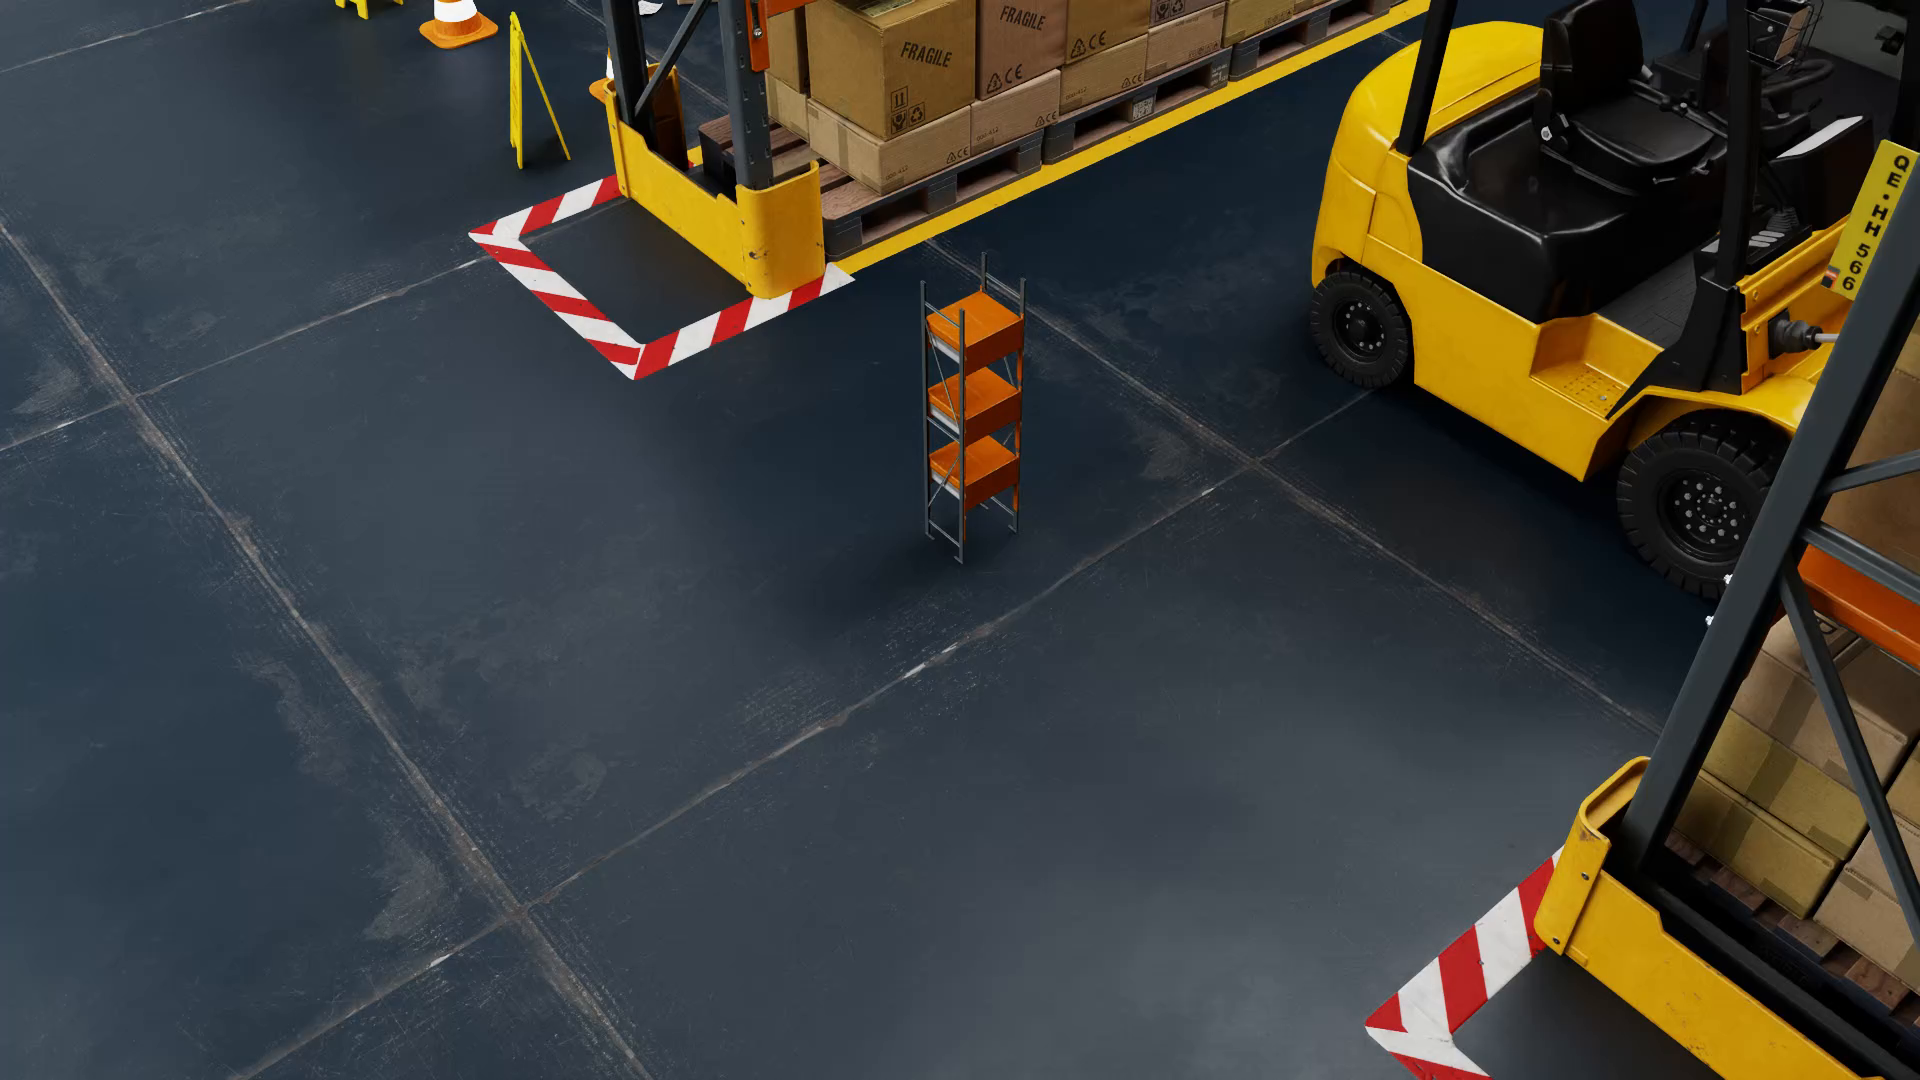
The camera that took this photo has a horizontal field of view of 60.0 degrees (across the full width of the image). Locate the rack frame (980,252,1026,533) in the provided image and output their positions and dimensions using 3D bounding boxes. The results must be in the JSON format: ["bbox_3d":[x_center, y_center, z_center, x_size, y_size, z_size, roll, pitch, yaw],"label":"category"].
[{"bbox_3d":[0.135,-0.460,5.473,0.008,1.050,0.200,-30,51,-28],"label":"rack frame"}]

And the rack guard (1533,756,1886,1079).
[{"bbox_3d":[2.070,1.119,4.194,0.348,0.500,1.175,-30,51,-28],"label":"rack guard"}]

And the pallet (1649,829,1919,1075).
[{"bbox_3d":[2.648,0.856,4.685,1.213,0.211,1.003,-30,51,-28],"label":"pallet"}]

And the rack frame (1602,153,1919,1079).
[{"bbox_3d":[2.088,0.197,3.349,0.127,3.000,1.000,-30,51,-28],"label":"rack frame"}]

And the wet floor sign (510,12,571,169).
[{"bbox_3d":[-1.931,-2.028,7.438,0.232,0.644,0.267,-14,45,-14],"label":"wet floor sign"}]

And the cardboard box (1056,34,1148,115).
[{"bbox_3d":[0.504,-2.234,7.640,0.500,0.250,0.500,-26,49,-25],"label":"cardboard box"}]

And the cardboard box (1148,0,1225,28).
[{"bbox_3d":[0.908,-2.739,7.629,0.500,0.500,0.500,-27,50,-26],"label":"cardboard box"}]

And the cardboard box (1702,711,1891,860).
[{"bbox_3d":[2.261,0.486,4.378,0.500,0.250,0.500,-30,51,-28],"label":"cardboard box"}]

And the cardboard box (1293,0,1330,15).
[{"bbox_3d":[1.688,-2.915,8.364,0.500,0.250,0.500,-28,50,-26],"label":"cardboard box"}]

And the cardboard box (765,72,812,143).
[{"bbox_3d":[-0.633,-2.065,7.460,0.500,0.250,0.500,-30,51,-28],"label":"cardboard box"}]

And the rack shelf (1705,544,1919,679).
[{"bbox_3d":[3.622,-0.419,4.531,4.000,0.370,1.077,-30,51,-28],"label":"rack shelf"}]

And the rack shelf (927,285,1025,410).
[{"bbox_3d":[0.041,-0.605,5.229,0.240,0.259,0.215,-30,51,-28],"label":"rack shelf"}]

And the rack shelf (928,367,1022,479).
[{"bbox_3d":[0.041,-0.399,5.423,0.240,0.259,0.215,-30,51,-28],"label":"rack shelf"}]

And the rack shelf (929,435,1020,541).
[{"bbox_3d":[0.041,-0.196,5.613,0.240,0.259,0.215,-30,51,-28],"label":"rack shelf"}]

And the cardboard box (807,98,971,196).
[{"bbox_3d":[-0.303,-1.768,7.143,0.500,0.250,0.500,-30,51,-28],"label":"cardboard box"}]

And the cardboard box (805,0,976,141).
[{"bbox_3d":[-0.285,-2.052,6.898,0.500,0.500,0.500,-32,52,-29],"label":"cardboard box"}]

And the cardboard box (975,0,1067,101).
[{"bbox_3d":[0.113,-2.284,7.145,0.500,0.500,0.500,-32,52,-29],"label":"cardboard box"}]

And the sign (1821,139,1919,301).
[{"bbox_3d":[1.751,-0.602,3.182,0.005,0.325,0.100,-30,51,-28],"label":"sign"}]

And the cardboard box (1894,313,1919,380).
[{"bbox_3d":[2.175,-0.375,3.412,0.250,0.149,0.380,-29,50,-27],"label":"cardboard box"}]

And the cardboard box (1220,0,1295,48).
[{"bbox_3d":[1.286,-2.676,8.109,0.500,0.250,0.500,-31,51,-29],"label":"cardboard box"}]

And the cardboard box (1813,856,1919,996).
[{"bbox_3d":[2.591,0.933,4.267,0.500,0.250,0.500,-30,51,-28],"label":"cardboard box"}]

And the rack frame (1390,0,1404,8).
[{"bbox_3d":[1.969,-4.165,7.993,0.127,3.000,1.000,-30,51,-28],"label":"rack frame"}]

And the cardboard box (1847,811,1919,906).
[{"bbox_3d":[2.582,0.767,4.079,0.500,0.250,0.500,-29,50,-27],"label":"cardboard box"}]

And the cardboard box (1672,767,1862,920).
[{"bbox_3d":[2.246,0.674,4.543,0.500,0.250,0.500,-29,51,-28],"label":"cardboard box"}]

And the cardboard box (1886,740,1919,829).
[{"bbox_3d":[2.578,0.570,3.923,0.500,0.250,0.500,-31,51,-28],"label":"cardboard box"}]

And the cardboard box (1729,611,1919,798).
[{"bbox_3d":[2.241,0.316,4.194,0.500,0.250,0.500,-28,50,-27],"label":"cardboard box"}]

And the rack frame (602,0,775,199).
[{"bbox_3d":[-1.099,-2.408,6.123,0.127,3.000,1.000,-30,51,-28],"label":"rack frame"}]

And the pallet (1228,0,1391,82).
[{"bbox_3d":[1.477,-2.835,8.614,1.213,0.211,1.003,-30,51,-28],"label":"pallet"}]

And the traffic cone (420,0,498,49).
[{"bbox_3d":[-2.570,-2.783,8.375,0.334,0.463,0.336,-30,51,-28],"label":"traffic cone"}]

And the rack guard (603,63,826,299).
[{"bbox_3d":[-1.041,-1.530,7.014,0.348,0.500,1.175,-30,51,-28],"label":"rack guard"}]

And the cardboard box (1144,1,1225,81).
[{"bbox_3d":[0.893,-2.455,7.874,0.500,0.250,0.500,-29,50,-27],"label":"cardboard box"}]

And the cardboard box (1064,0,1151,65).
[{"bbox_3d":[0.503,-2.500,7.375,0.500,0.500,0.500,-29,50,-27],"label":"cardboard box"}]

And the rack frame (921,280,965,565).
[{"bbox_3d":[-0.053,-0.353,5.359,0.008,1.050,0.200,-30,51,-28],"label":"rack frame"}]

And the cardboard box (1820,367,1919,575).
[{"bbox_3d":[2.297,-0.193,3.692,0.500,0.500,0.500,-31,51,-29],"label":"cardboard box"}]

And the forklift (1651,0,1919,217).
[{"bbox_3d":[3.850,-2.912,6.710,3.031,2.935,1.130,-30,51,-28],"label":"forklift"}]

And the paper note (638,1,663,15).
[{"bbox_3d":[-1.651,-2.786,8.694,0.148,0.019,0.142,22,47,21],"label":"paper note"}]

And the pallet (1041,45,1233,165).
[{"bbox_3d":[0.540,-2.296,8.041,1.213,0.211,1.003,-30,51,-28],"label":"pallet"}]

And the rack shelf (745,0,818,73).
[{"bbox_3d":[0.435,-3.024,7.304,4.000,0.370,1.077,-30,51,-28],"label":"rack shelf"}]

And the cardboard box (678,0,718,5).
[{"bbox_3d":[-1.390,-3.005,8.841,0.250,0.149,0.380,-7,44,-7],"label":"cardboard box"}]

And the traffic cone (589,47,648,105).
[{"bbox_3d":[-1.597,-2.349,7.914,0.334,0.463,0.336,-30,51,-28],"label":"traffic cone"}]

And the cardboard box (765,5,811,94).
[{"bbox_3d":[-0.652,-2.321,7.184,0.500,0.500,0.500,-29,51,-28],"label":"cardboard box"}]

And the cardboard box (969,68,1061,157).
[{"bbox_3d":[0.093,-1.988,7.377,0.500,0.250,0.500,-28,50,-27],"label":"cardboard box"}]

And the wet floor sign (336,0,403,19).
[{"bbox_3d":[-3.104,-3.052,8.528,0.267,0.644,0.232,30,51,28],"label":"wet floor sign"}]

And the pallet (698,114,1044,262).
[{"bbox_3d":[-0.395,-1.763,7.473,1.213,0.211,1.003,-30,51,-28],"label":"pallet"}]

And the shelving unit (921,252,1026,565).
[{"bbox_3d":[0.041,-0.406,5.416,0.252,1.050,0.215,-30,51,-28],"label":"shelving unit"}]

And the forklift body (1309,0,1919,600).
[{"bbox_3d":[2.372,-1.284,5.547,1.214,2.155,2.313,-30,51,-28],"label":"forklift body"}]
